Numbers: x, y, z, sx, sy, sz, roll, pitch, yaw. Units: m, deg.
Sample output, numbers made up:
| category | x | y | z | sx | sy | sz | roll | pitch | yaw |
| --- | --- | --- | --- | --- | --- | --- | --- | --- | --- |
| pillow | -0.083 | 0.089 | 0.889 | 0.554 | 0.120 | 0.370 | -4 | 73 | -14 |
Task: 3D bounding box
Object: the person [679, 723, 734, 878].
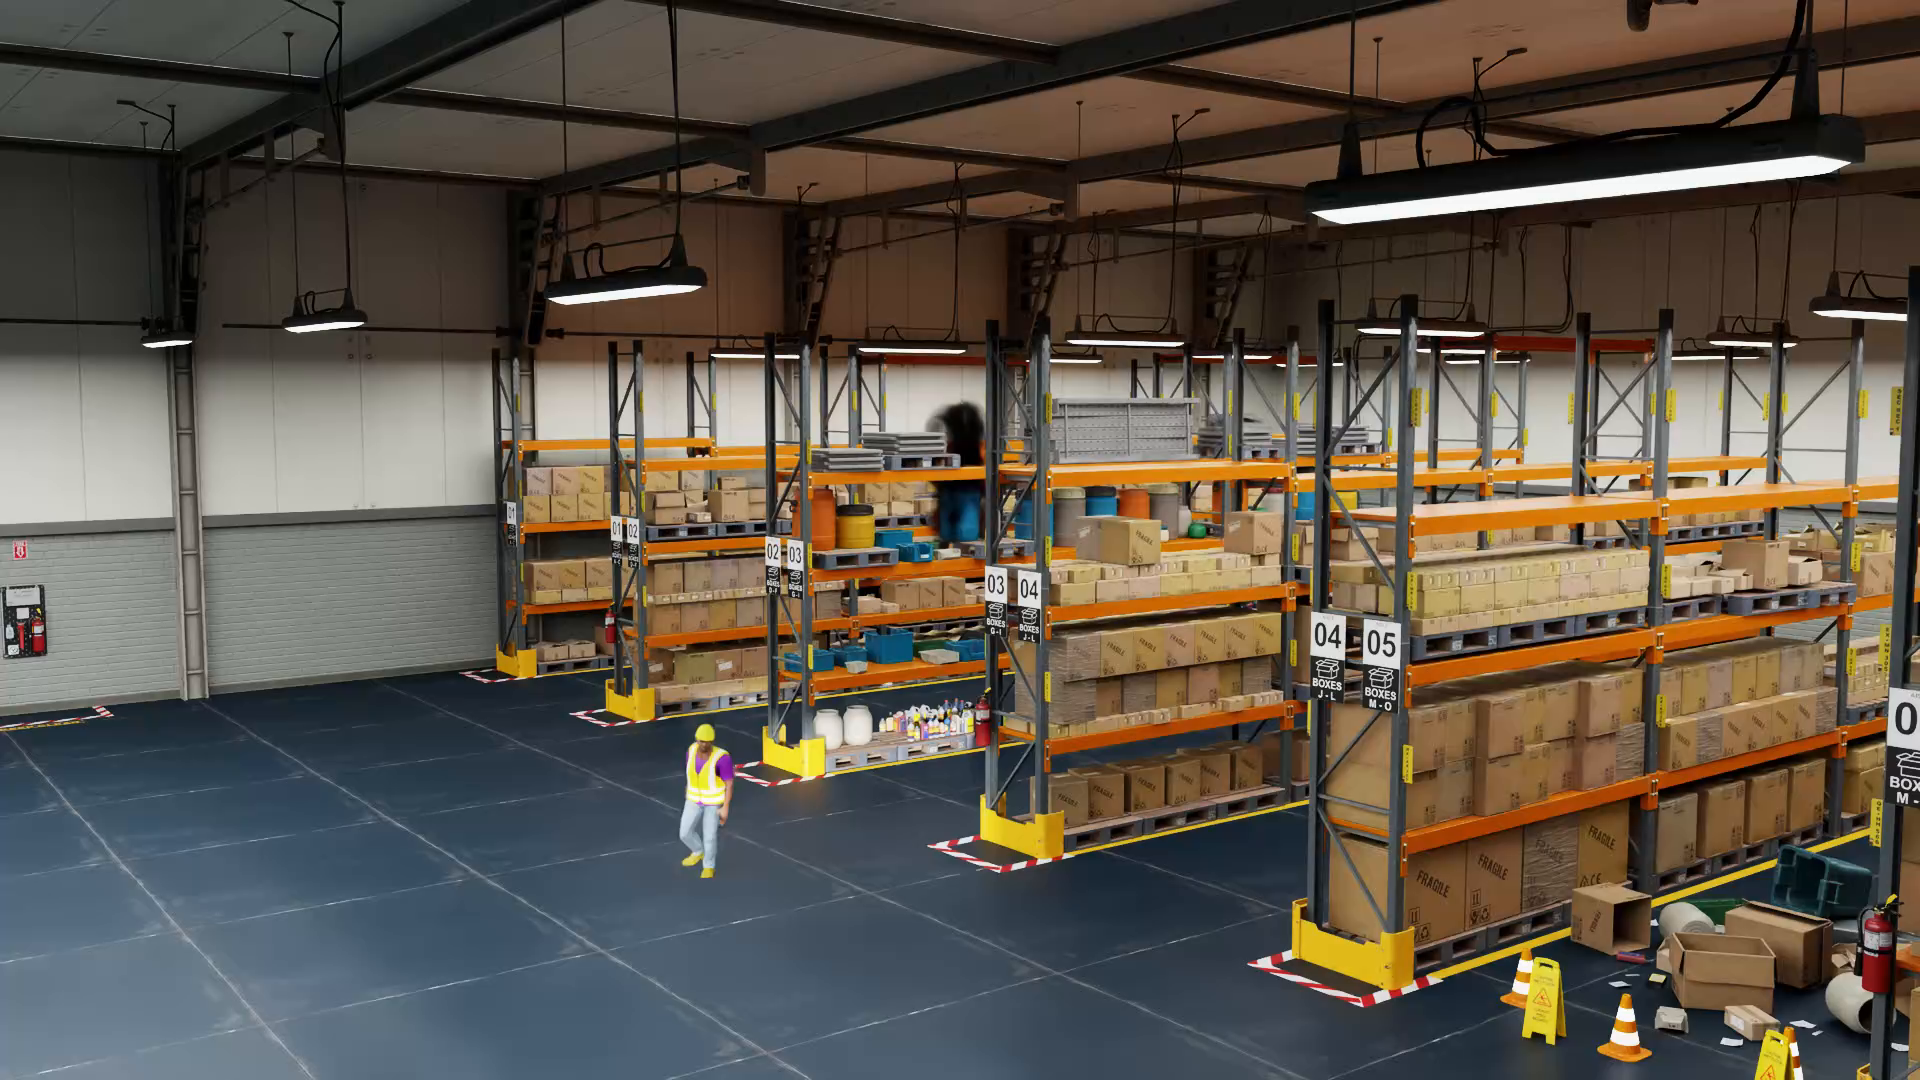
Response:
| category | x | y | z | sx | sy | sz | roll | pitch | yaw |
| --- | --- | --- | --- | --- | --- | --- | --- | --- | --- |
| person | -2.698 | 2.764 | 17.632 | 0.697 | 1.717 | 0.622 | 1 | 5 | 16 |
